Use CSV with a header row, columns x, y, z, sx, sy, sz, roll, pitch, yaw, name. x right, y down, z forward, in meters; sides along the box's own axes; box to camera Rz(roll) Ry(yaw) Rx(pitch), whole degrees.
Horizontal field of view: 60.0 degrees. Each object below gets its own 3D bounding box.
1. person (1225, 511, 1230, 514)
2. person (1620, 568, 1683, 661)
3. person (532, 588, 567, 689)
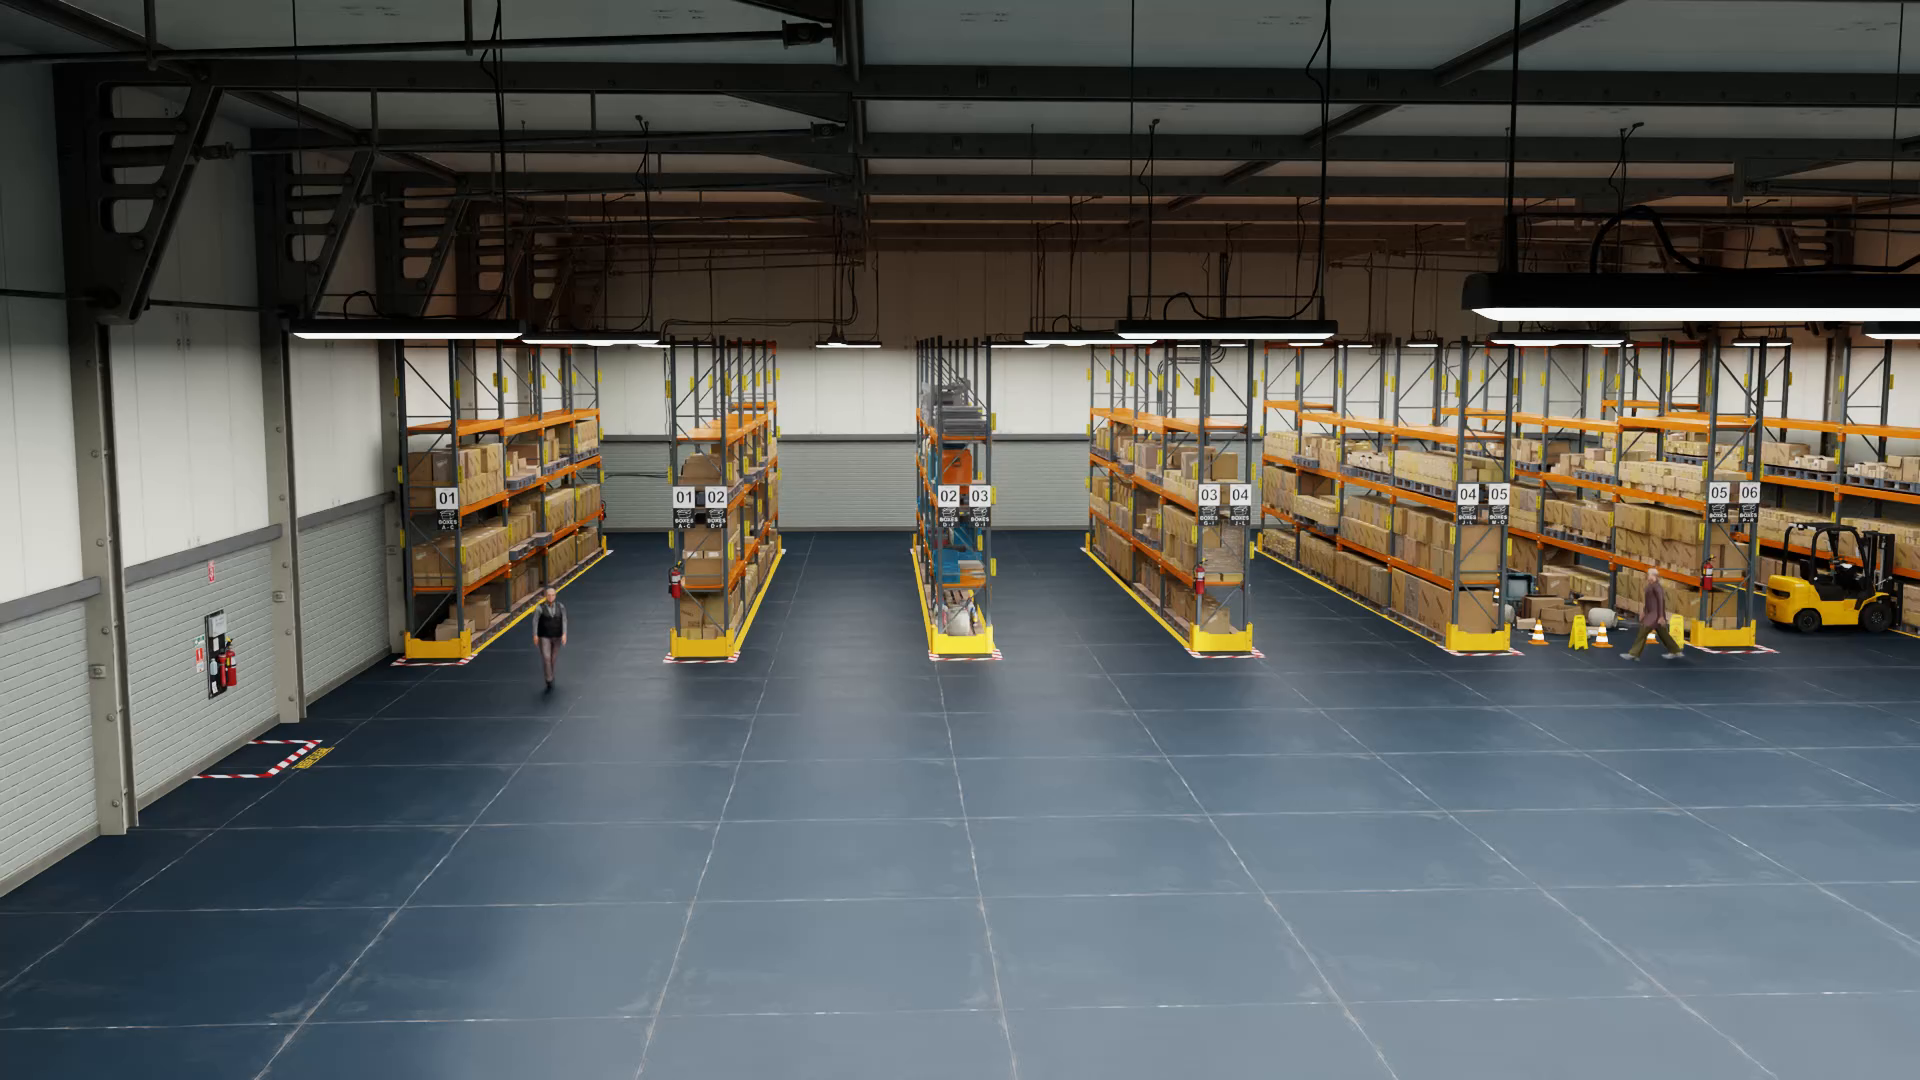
x,y,z,sx,sy,sz,roll,pitch,yaw,name
7.428,-0.333,46.167,0.928,1.599,0.493,6,9,42,person
12.786,1.377,30.671,1.163,1.724,0.588,1,7,9,person
-6.959,1.654,28.333,0.555,1.662,1.022,-5,8,-36,person
